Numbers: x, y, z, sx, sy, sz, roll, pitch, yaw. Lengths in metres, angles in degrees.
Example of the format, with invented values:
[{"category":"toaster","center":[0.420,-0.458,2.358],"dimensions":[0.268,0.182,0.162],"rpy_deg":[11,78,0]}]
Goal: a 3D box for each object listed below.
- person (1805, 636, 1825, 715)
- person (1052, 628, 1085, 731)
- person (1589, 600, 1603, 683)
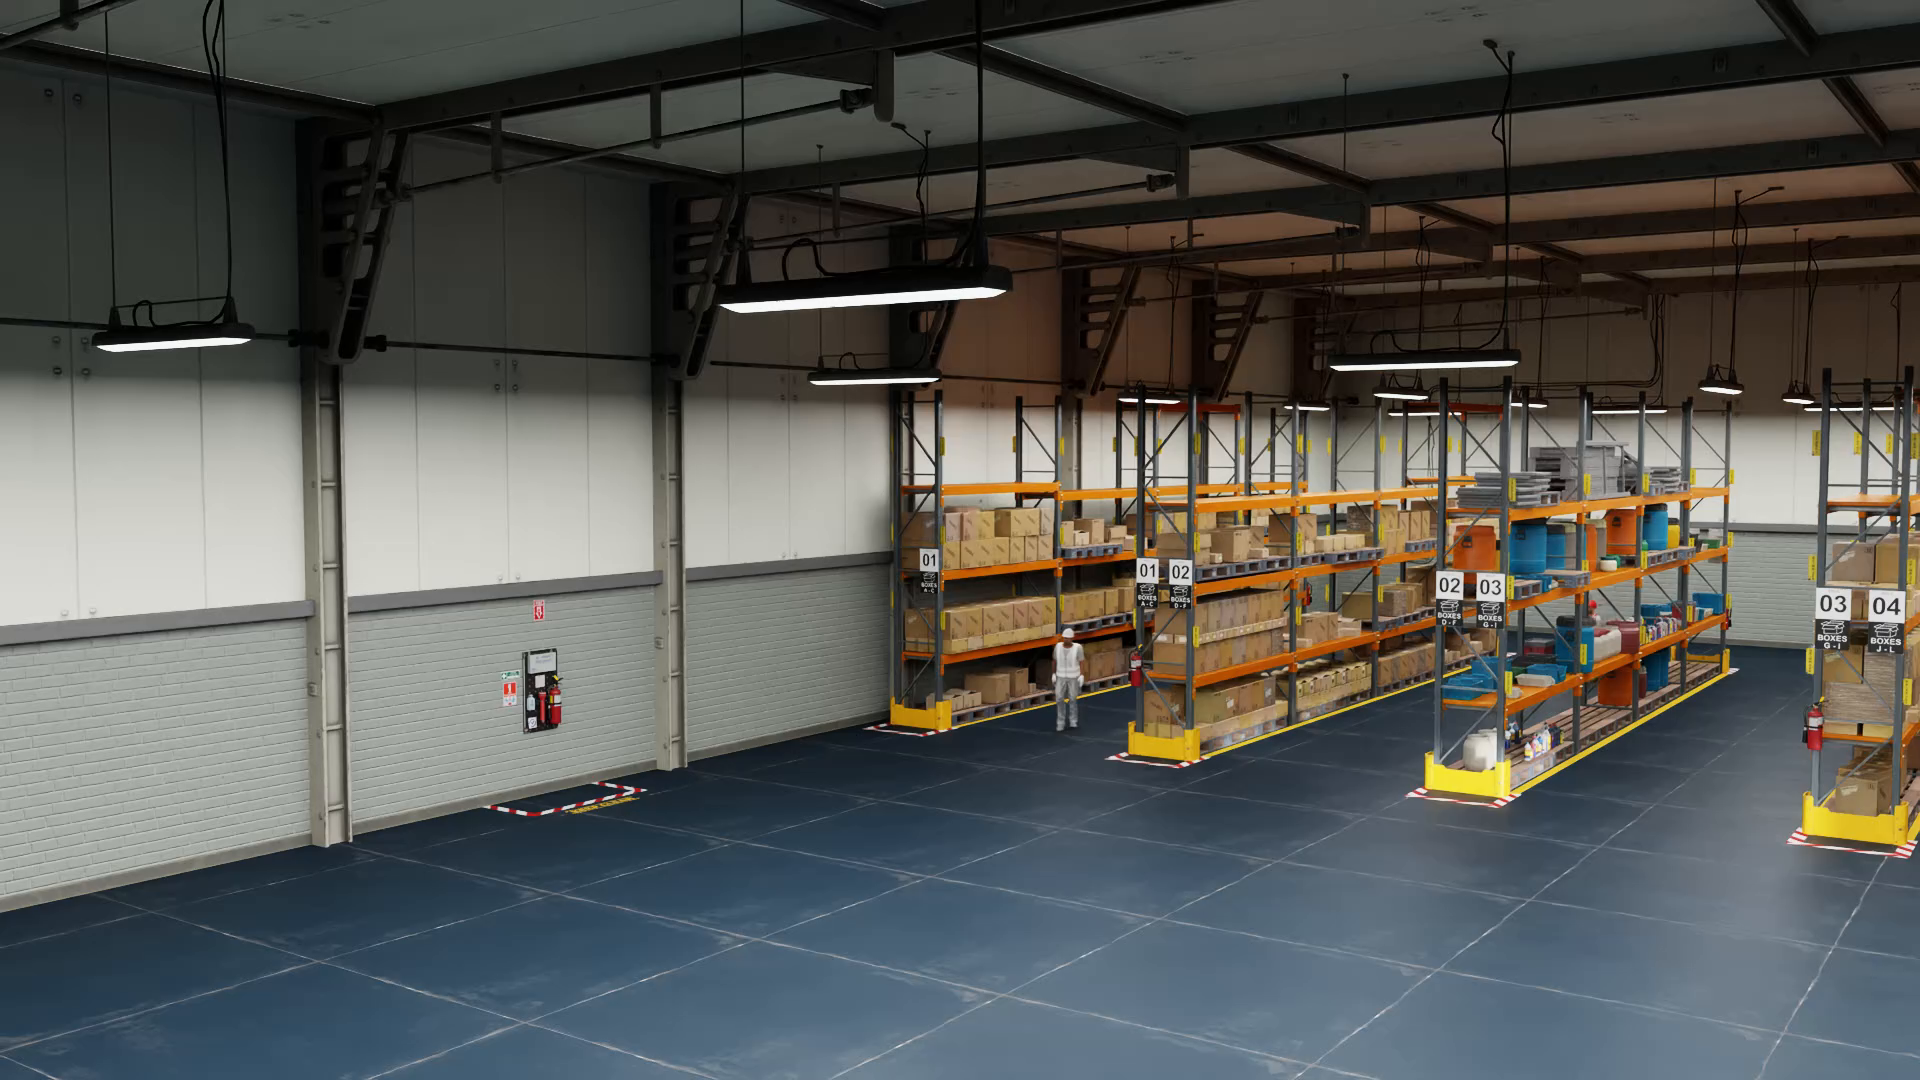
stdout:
[{"category":"person","center":[16.047,2.479,30.839],"dimensions":[0.659,1.577,0.738],"rpy_deg":[3,4,44]},{"category":"person","center":[1.916,2.475,29.425],"dimensions":[0.617,1.847,0.496],"rpy_deg":[1,3,17]},{"category":"person","center":[13.094,2.143,34.851],"dimensions":[0.854,1.766,0.579],"rpy_deg":[-1,3,-9]}]
